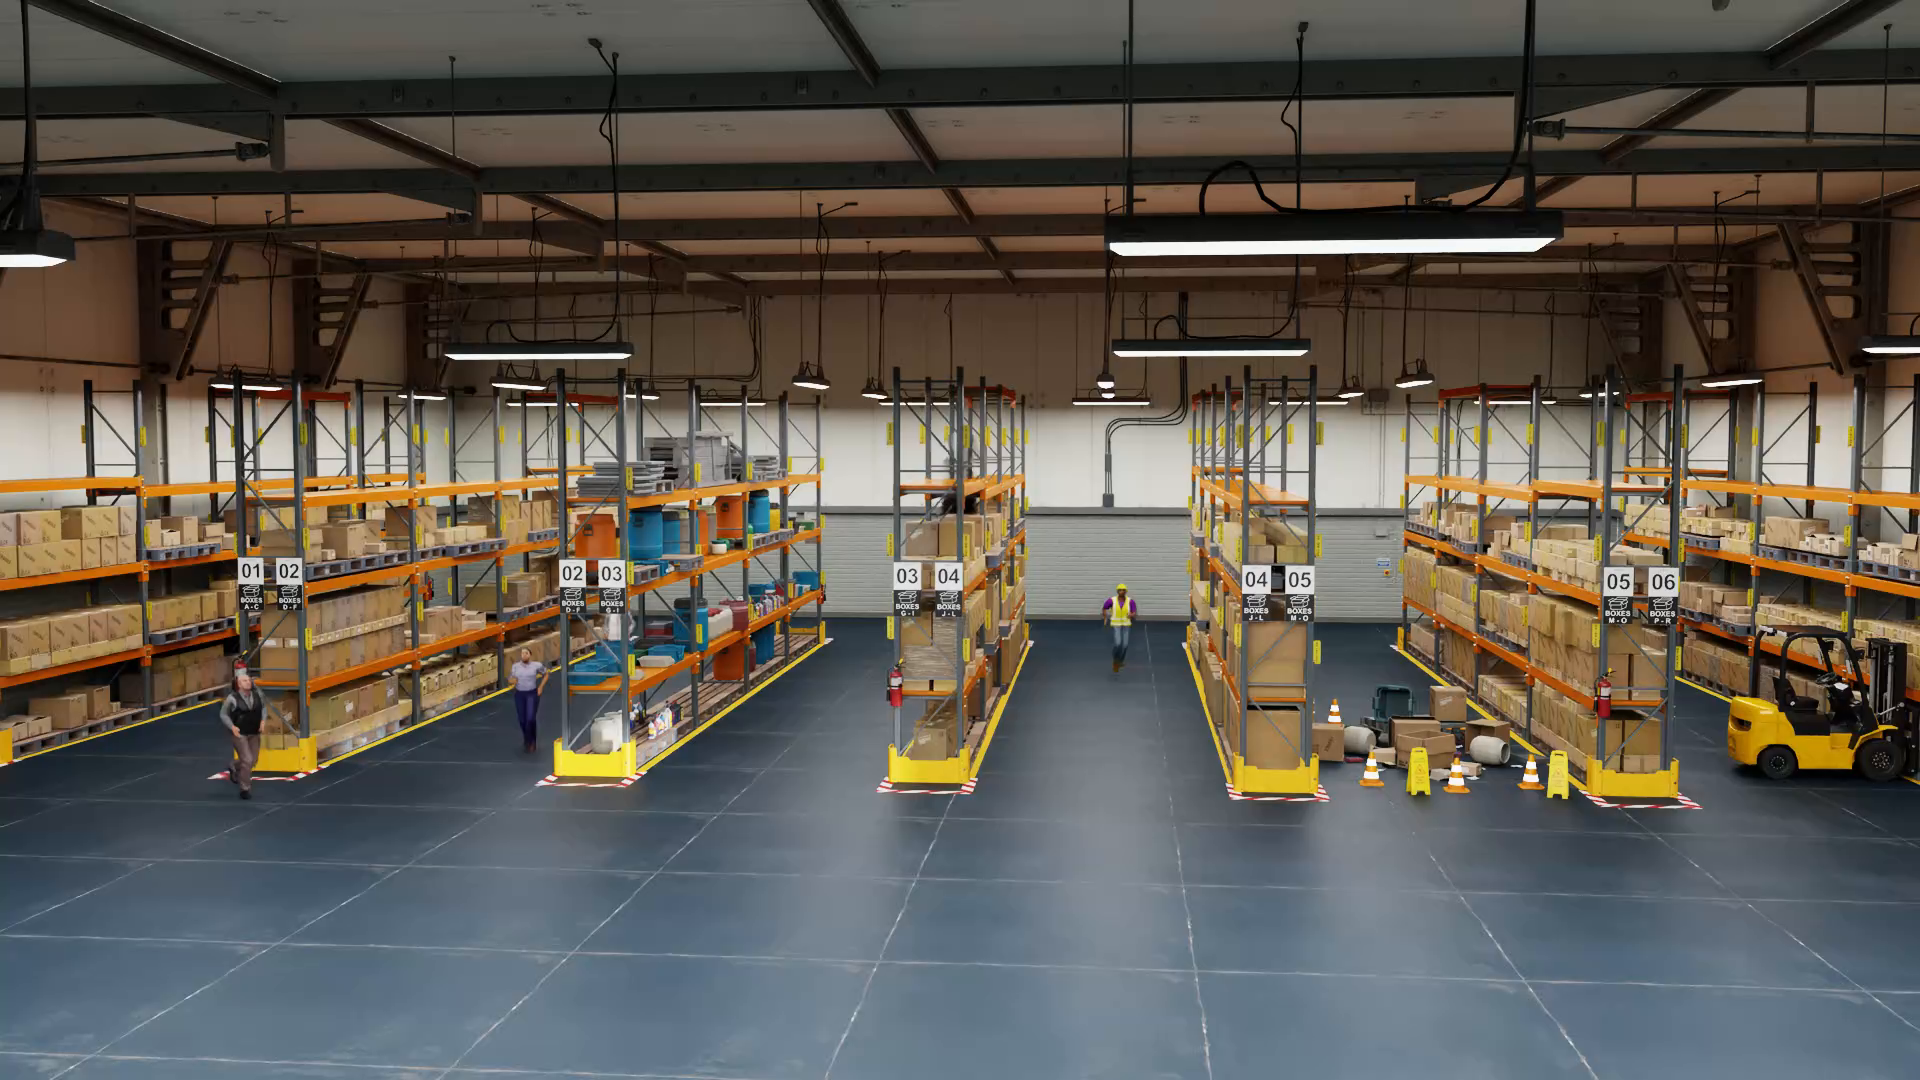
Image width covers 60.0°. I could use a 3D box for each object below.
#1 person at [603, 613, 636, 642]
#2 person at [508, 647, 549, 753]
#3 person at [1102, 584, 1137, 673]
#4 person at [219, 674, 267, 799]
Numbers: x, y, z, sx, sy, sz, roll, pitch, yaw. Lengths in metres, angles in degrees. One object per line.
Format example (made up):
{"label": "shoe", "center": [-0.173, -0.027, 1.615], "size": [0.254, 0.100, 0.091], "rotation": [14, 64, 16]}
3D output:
{"label": "person", "center": [-6.960, 2.033, 33.953], "size": [0.661, 1.745, 0.732], "rotation": [0, 4, -8]}
{"label": "person", "center": [-6.890, 2.548, 26.466], "size": [0.582, 1.695, 0.680], "rotation": [0, 4, 2]}
{"label": "person", "center": [3.285, 1.802, 33.983], "size": [0.675, 1.815, 0.689], "rotation": [0, 4, -6]}
{"label": "person", "center": [-10.021, 2.720, 23.243], "size": [0.708, 1.724, 0.672], "rotation": [3, 5, 40]}
